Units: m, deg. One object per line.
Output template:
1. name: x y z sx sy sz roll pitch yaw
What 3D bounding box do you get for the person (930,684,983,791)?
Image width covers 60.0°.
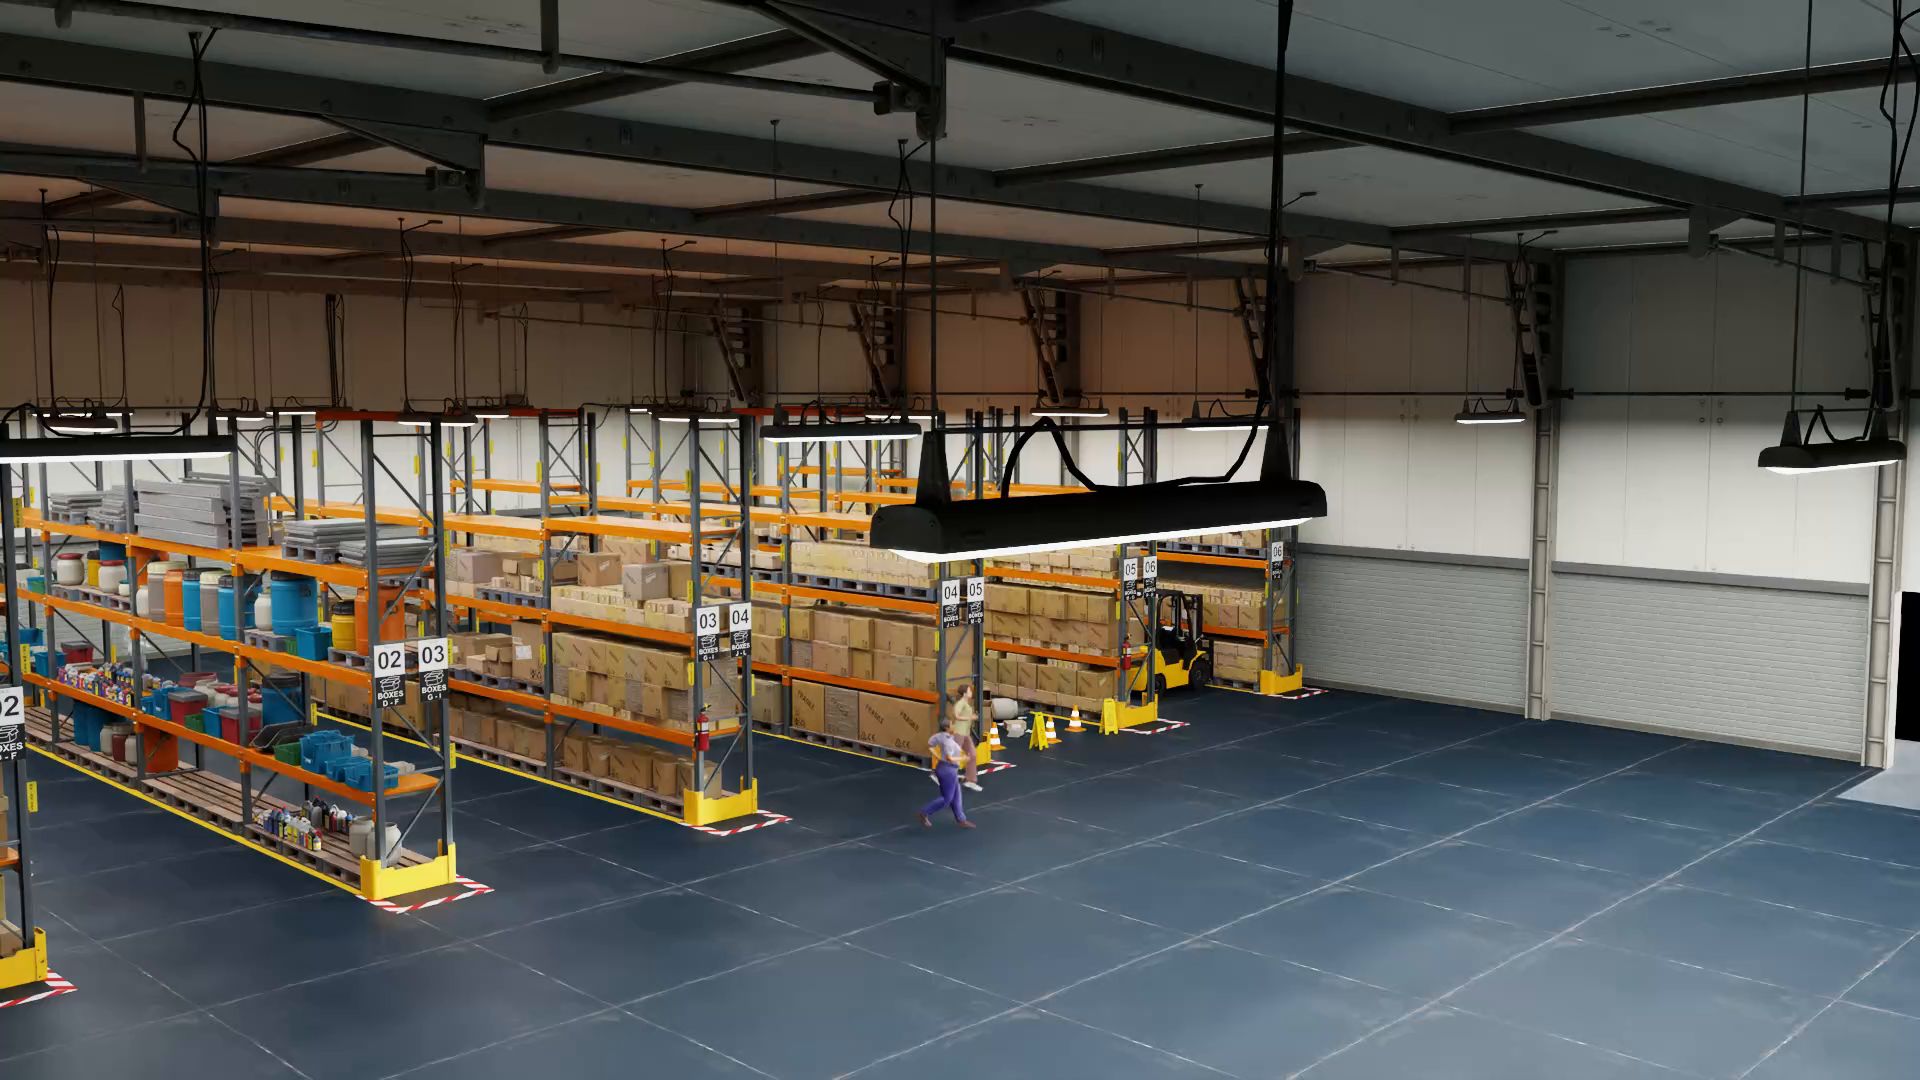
1. person: 0.008 3.141 26.679 0.877 1.661 0.579 2 5 18

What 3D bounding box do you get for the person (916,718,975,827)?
1. person: -0.209 3.391 23.998 0.920 1.631 0.610 -1 5 -14

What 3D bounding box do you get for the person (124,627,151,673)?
1. person: -17.529 2.379 35.303 0.620 1.657 0.616 -5 7 -42
